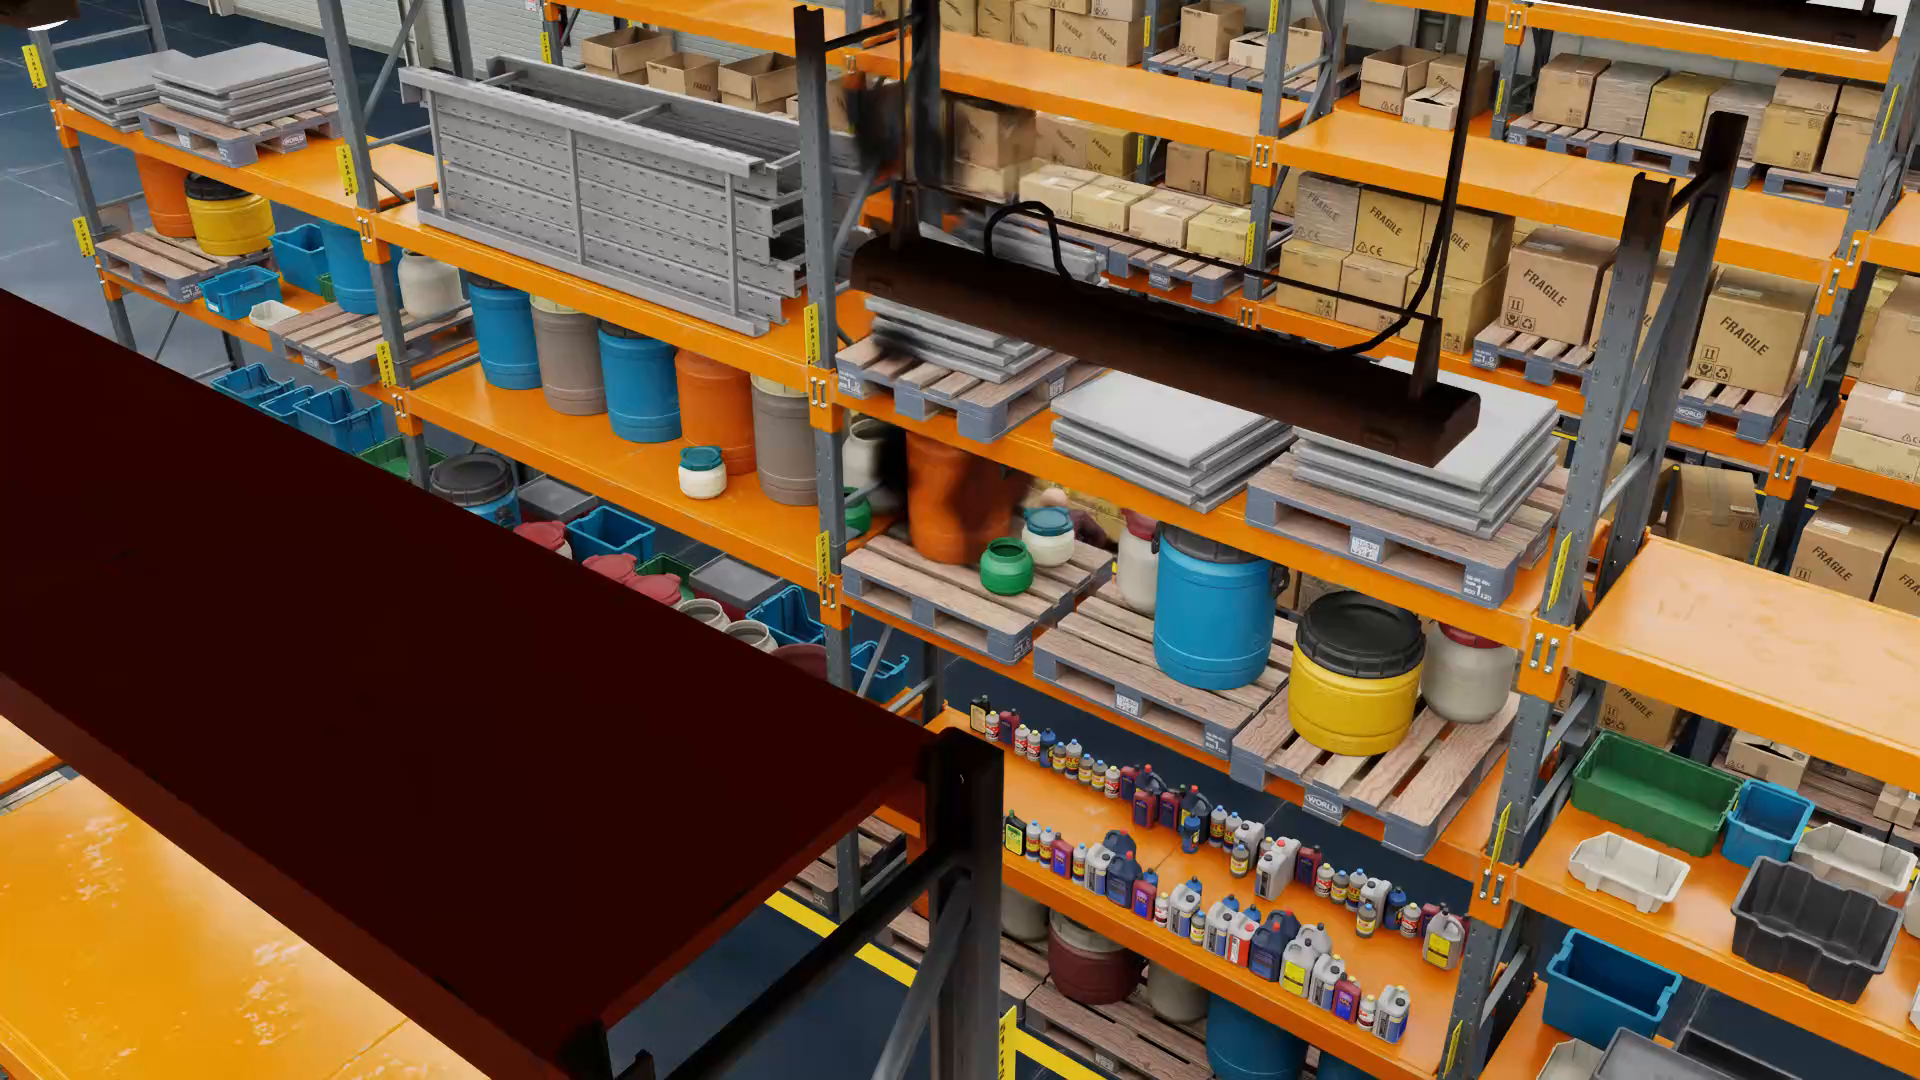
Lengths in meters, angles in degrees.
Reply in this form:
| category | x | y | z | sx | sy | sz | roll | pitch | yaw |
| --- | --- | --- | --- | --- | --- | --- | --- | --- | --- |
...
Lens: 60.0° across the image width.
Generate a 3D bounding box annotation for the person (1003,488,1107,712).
| category | x | y | z | sx | sy | sz | roll | pitch | yaw |
| --- | --- | --- | --- | --- | --- | --- | --- | --- | --- |
| person | 0.753 | 0.440 | 12.310 | 0.984 | 1.823 | 0.662 | 15 | 34 | 22 |
